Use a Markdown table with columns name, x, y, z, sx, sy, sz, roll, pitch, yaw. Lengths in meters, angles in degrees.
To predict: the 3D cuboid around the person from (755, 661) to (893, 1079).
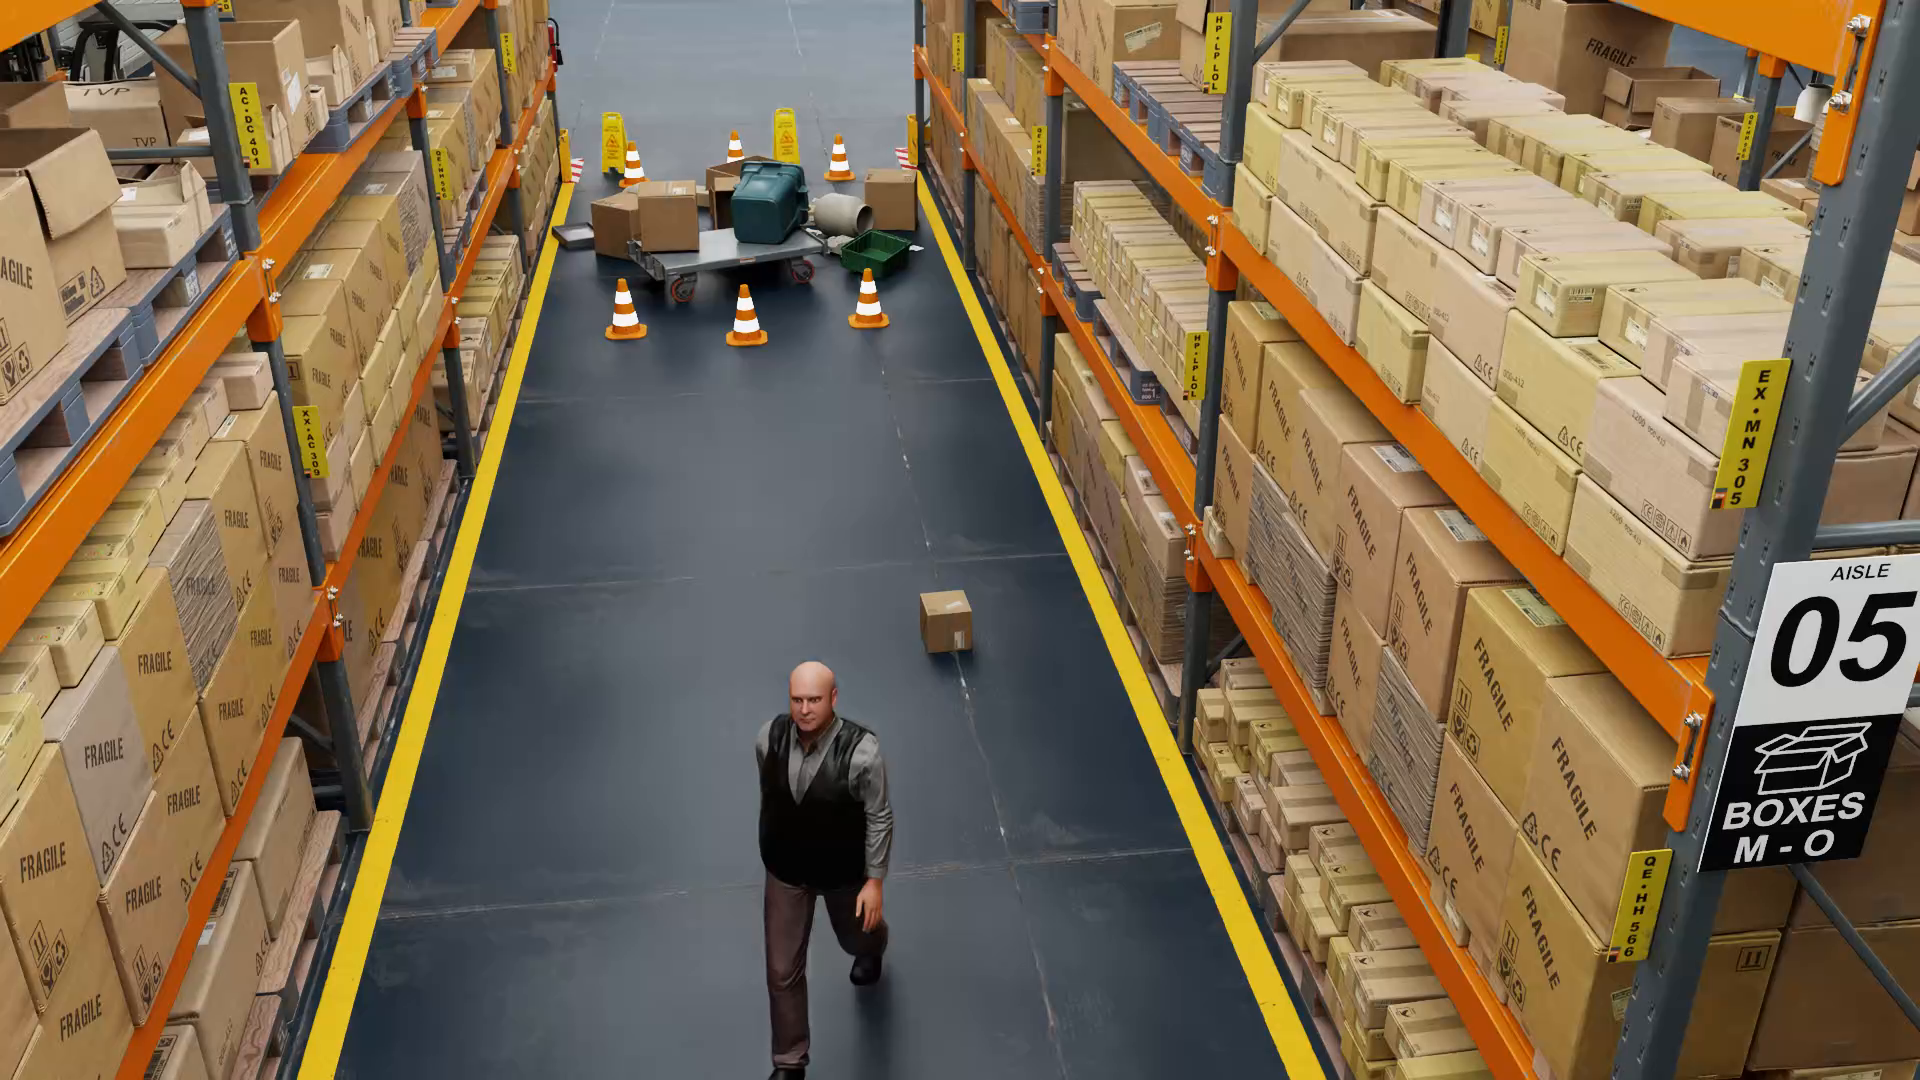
| name | x | y | z | sx | sy | sz | roll | pitch | yaw |
| --- | --- | --- | --- | --- | --- | --- | --- | --- | --- |
| person | -0.514 | 1.225 | 6.241 | 0.553 | 1.681 | 0.987 | 6 | 28 | 12 |
